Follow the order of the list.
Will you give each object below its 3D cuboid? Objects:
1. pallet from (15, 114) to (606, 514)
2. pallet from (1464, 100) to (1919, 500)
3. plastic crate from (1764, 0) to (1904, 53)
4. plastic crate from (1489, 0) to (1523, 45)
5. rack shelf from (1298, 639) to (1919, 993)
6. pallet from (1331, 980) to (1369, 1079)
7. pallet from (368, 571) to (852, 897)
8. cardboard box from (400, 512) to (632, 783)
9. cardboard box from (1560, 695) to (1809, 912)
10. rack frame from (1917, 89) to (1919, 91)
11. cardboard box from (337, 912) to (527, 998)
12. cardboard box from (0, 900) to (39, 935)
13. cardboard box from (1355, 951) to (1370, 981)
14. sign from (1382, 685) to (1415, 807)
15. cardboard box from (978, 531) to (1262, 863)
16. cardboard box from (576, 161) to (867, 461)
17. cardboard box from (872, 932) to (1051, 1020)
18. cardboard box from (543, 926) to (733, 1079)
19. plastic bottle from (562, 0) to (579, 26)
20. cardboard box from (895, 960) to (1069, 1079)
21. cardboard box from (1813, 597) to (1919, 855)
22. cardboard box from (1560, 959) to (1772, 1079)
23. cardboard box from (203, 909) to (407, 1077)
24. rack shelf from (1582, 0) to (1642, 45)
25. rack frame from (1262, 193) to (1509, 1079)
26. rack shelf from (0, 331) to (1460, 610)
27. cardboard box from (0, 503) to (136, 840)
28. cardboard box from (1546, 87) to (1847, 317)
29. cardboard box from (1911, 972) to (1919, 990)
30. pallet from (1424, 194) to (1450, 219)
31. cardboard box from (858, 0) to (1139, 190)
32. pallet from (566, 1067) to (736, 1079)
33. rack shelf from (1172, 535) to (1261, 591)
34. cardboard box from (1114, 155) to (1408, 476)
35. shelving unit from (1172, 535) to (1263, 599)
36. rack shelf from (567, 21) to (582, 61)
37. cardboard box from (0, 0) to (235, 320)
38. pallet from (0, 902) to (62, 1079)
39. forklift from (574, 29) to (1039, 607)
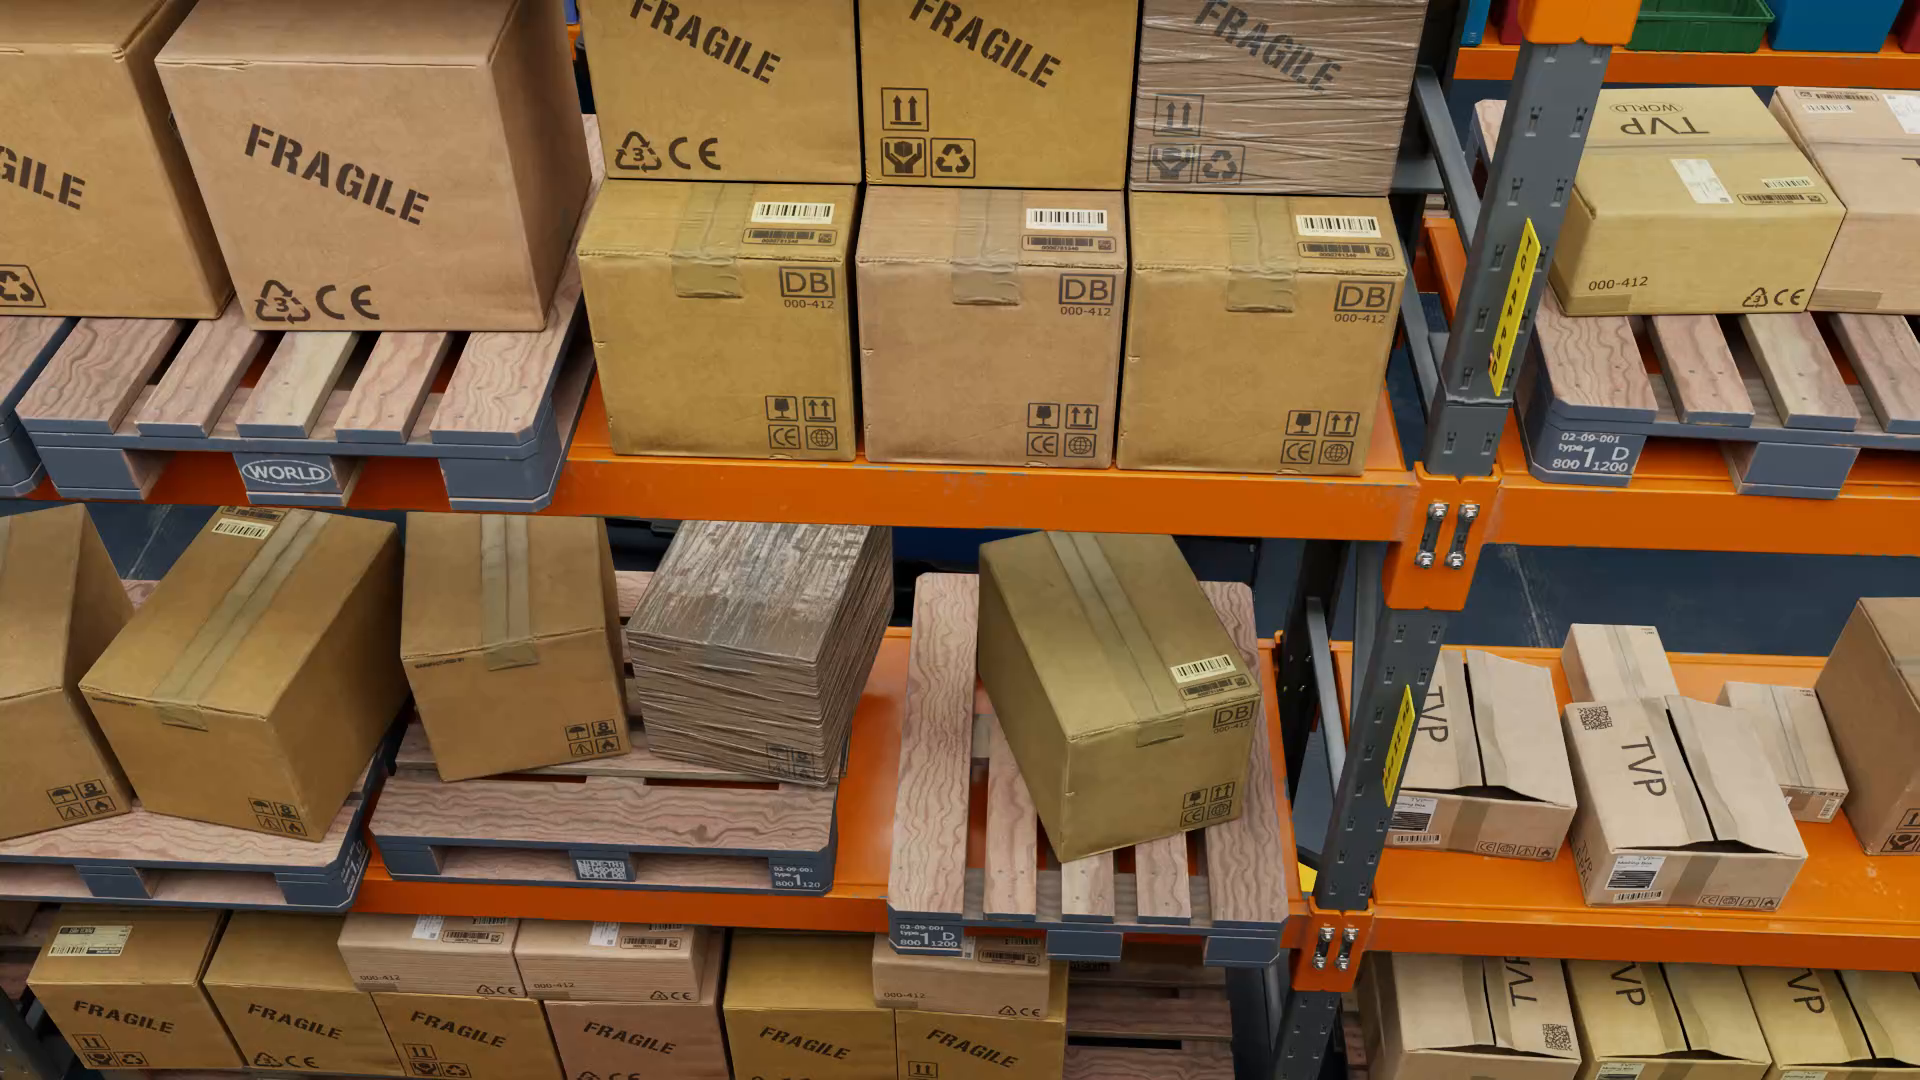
[{"bbox_3d":[-1.288,-0.554,3.666,1.003,0.211,1.213,2,43,2],"label":"pallet"},{"bbox_3d":[1.706,-0.568,3.682,1.003,0.211,1.213,4,43,4],"label":"pallet"},{"bbox_3d":[4.130,-2.566,7.901,0.575,0.384,0.392,2,43,2],"label":"plastic crate"},{"bbox_3d":[2.851,-2.638,7.919,0.583,0.464,0.402,2,43,2],"label":"plastic crate"},{"bbox_3d":[3.022,0.825,4.777,4.000,0.370,1.077,2,43,2],"label":"rack shelf"},{"bbox_3d":[1.844,1.573,5.492,1.213,0.211,1.003,2,43,2],"label":"pallet"},{"bbox_3d":[-0.919,0.514,4.724,1.213,0.211,1.003,2,43,2],"label":"pallet"},{"bbox_3d":[-1.205,0.200,4.539,0.500,0.500,0.700,-8,44,-9],"label":"cardboard box"},{"bbox_3d":[1.908,0.692,4.457,0.500,0.311,0.500,1,43,1],"label":"cardboard box"},{"bbox_3d":[5.246,-2.750,8.086,0.127,3.000,1.000,2,43,2],"label":"rack frame"},{"bbox_3d":[-1.501,1.068,4.949,0.500,0.250,0.500,2,43,2],"label":"cardboard box"},{"bbox_3d":[-3.382,1.040,5.668,0.500,0.311,0.500,2,43,2],"label":"cardboard box"},{"bbox_3d":[1.560,1.203,5.553,0.500,0.250,0.500,3,43,3],"label":"cardboard box"},{"bbox_3d":[1.009,0.476,3.833,0.005,0.325,0.100,2,43,2],"label":"sign"},{"bbox_3d":[0.390,0.368,4.359,0.500,0.500,0.700,-12,44,-12],"label":"cardboard box"},{"bbox_3d":[-0.443,-0.656,3.565,0.500,0.500,0.910,2,43,2],"label":"cardboard box"},{"bbox_3d":[0.022,1.112,4.902,0.500,0.250,0.500,3,43,4],"label":"cardboard box"},{"bbox_3d":[-0.963,1.357,5.189,0.500,0.500,0.500,0,43,0],"label":"cardboard box"},{"bbox_3d":[-1.935,-2.665,8.086,0.135,0.276,0.152,2,43,2],"label":"plastic bottle"},{"bbox_3d":[0.079,1.385,5.159,0.500,0.500,0.500,3,43,4],"label":"cardboard box"},{"bbox_3d":[2.701,0.504,4.520,0.500,0.500,0.500,0,43,0],"label":"cardboard box"},{"bbox_3d":[2.059,1.374,4.957,0.500,0.311,0.500,1,43,1],"label":"cardboard box"},{"bbox_3d":[-1.967,1.321,5.228,0.500,0.500,0.500,2,43,2],"label":"cardboard box"},{"bbox_3d":[3.022,-1.224,2.868,4.000,0.370,1.077,2,43,2],"label":"rack shelf"},{"bbox_3d":[1.024,0.500,4.598,0.127,3.000,1.000,2,43,2],"label":"rack frame"},{"bbox_3d":[-0.974,-0.395,3.886,4.000,0.370,1.077,2,43,2],"label":"rack shelf"},{"bbox_3d":[-2.509,0.354,4.373,0.500,0.500,0.700,-12,44,-12],"label":"cardboard box"},{"bbox_3d":[1.480,-0.720,3.509,0.500,0.250,0.500,-1,43,-1],"label":"cardboard box"},{"bbox_3d":[3.082,1.407,4.922,0.500,0.311,0.500,1,43,1],"label":"cardboard box"},{"bbox_3d":[2.023,-1.802,9.115,1.213,0.211,1.003,2,43,2],"label":"pallet"},{"bbox_3d":[0.079,-1.033,3.236,0.500,0.500,0.500,2,43,2],"label":"cardboard box"},{"bbox_3d":[-0.936,1.433,5.643,1.213,0.211,1.003,2,43,2],"label":"pallet"},{"bbox_3d":[1.017,-0.133,6.985,0.480,0.518,0.431,5,43,6],"label":"rack shelf"},{"bbox_3d":[0.586,-0.624,3.531,0.500,0.500,0.910,2,43,2],"label":"cardboard box"},{"bbox_3d":[1.017,-0.656,6.499,0.503,2.100,0.431,5,43,6],"label":"shelving unit"},{"bbox_3d":[-0.747,-2.671,8.529,4.000,0.370,1.077,2,43,2],"label":"rack shelf"},{"bbox_3d":[-1.804,-0.876,3.420,0.600,0.600,0.600,1,43,1],"label":"cardboard box"},{"bbox_3d":[-3.658,1.376,5.703,1.213,0.211,1.003,2,43,2],"label":"pallet"},{"bbox_3d":[-0.737,-1.173,6.445,3.031,2.935,1.130,5,43,6],"label":"forklift"}]
